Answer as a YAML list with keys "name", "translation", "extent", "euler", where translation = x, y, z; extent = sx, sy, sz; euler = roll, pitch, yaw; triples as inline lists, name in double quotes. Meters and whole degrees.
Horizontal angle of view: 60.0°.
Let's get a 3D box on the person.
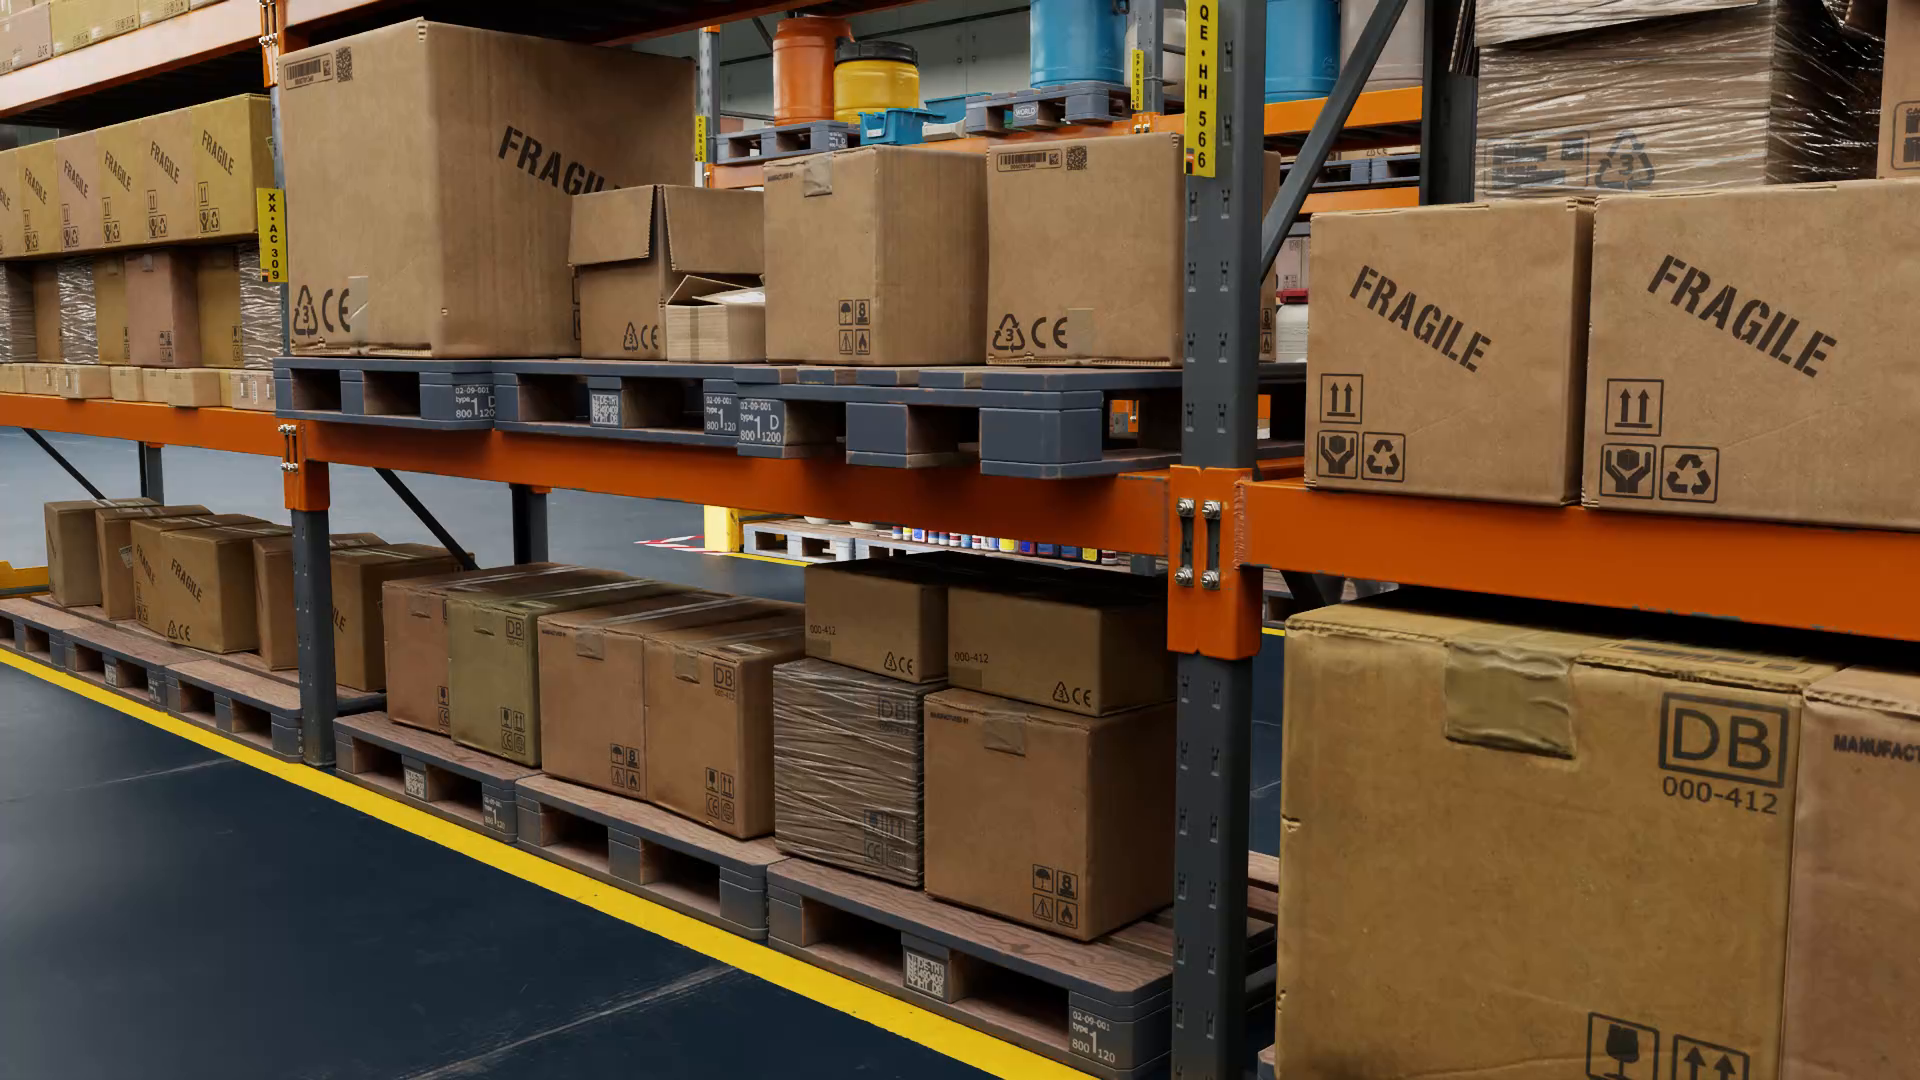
- name: "person"
  translation: [1.554, -0.111, 6.560]
  extent: [0.546, 1.788, 0.509]
  euler: [6, 9, 43]
